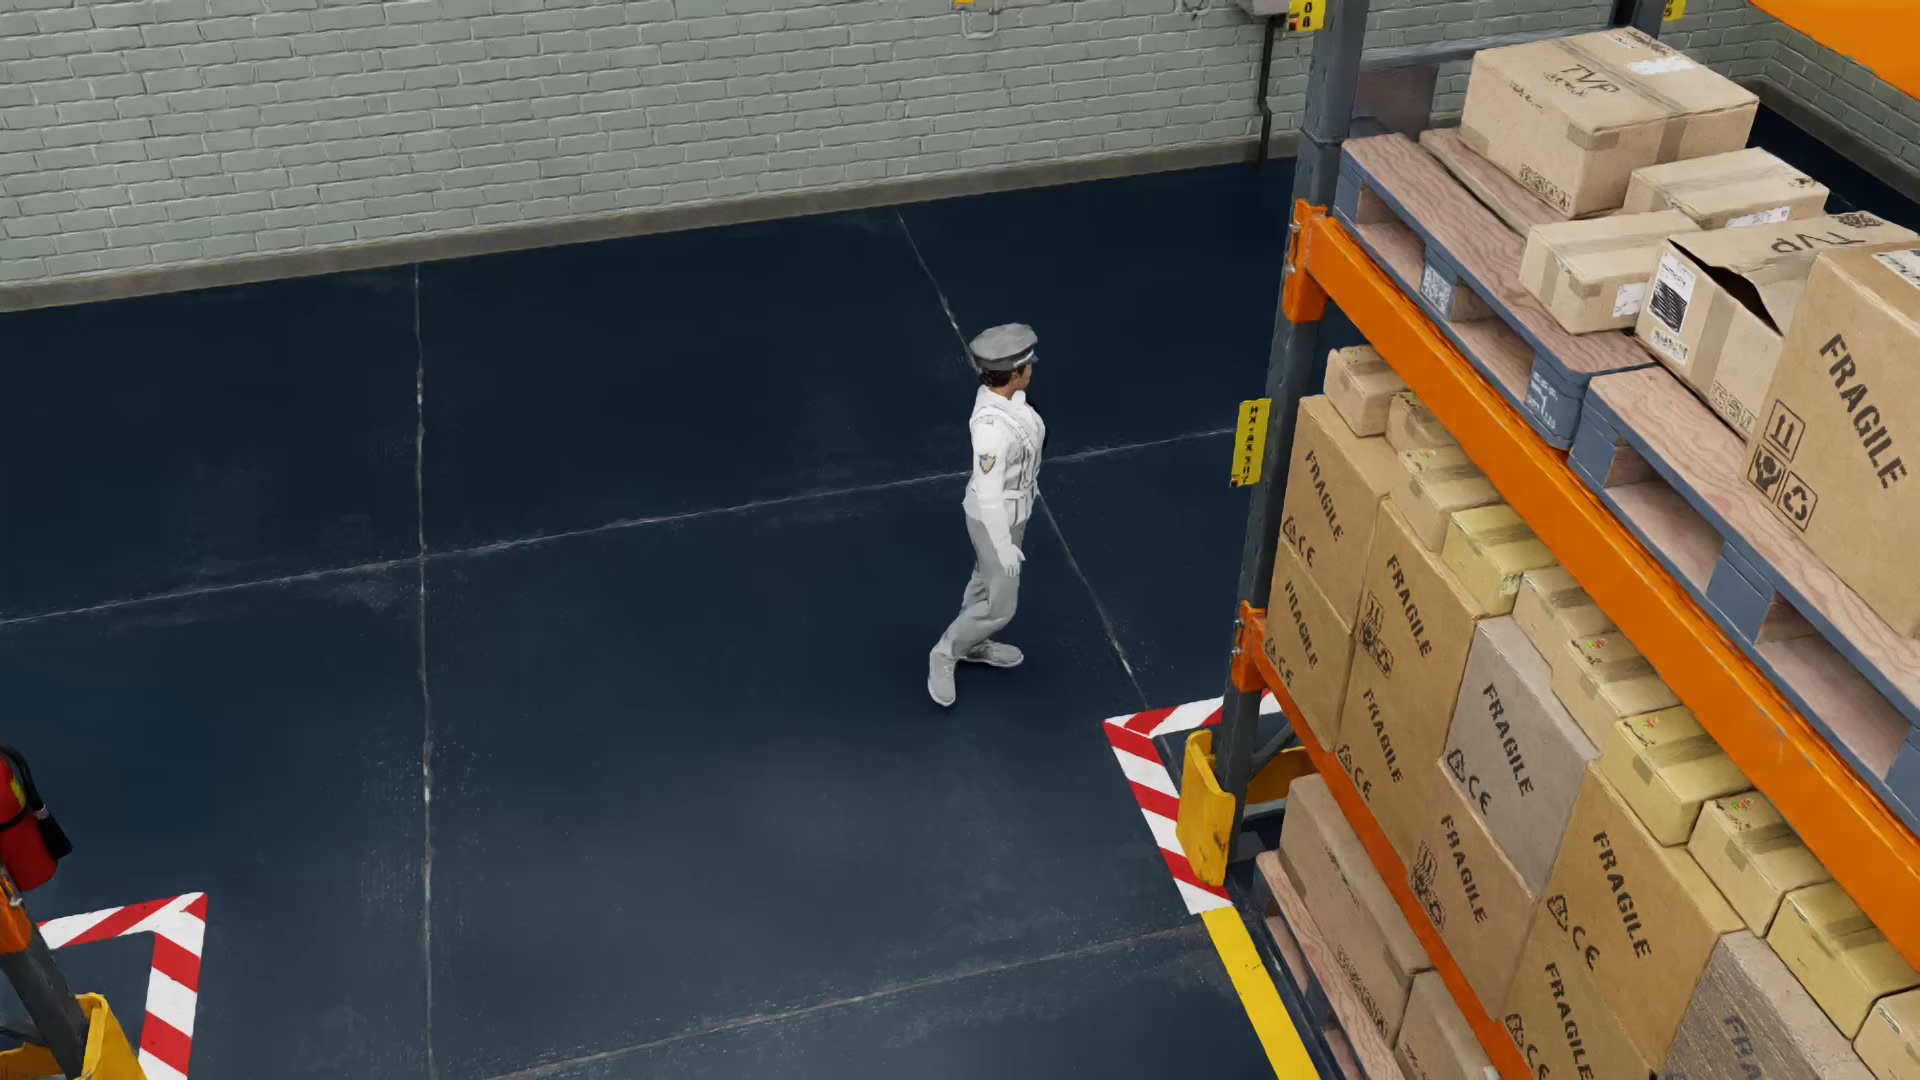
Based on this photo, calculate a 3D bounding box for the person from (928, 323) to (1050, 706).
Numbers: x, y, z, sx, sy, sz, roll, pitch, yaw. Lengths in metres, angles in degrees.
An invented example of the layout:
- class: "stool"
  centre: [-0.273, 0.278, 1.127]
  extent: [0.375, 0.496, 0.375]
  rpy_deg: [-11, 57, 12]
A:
- class: "person"
  centre: [0.103, -0.089, 6.795]
  extent: [0.437, 1.659, 0.648]
  rpy_deg: [8, 39, 10]
